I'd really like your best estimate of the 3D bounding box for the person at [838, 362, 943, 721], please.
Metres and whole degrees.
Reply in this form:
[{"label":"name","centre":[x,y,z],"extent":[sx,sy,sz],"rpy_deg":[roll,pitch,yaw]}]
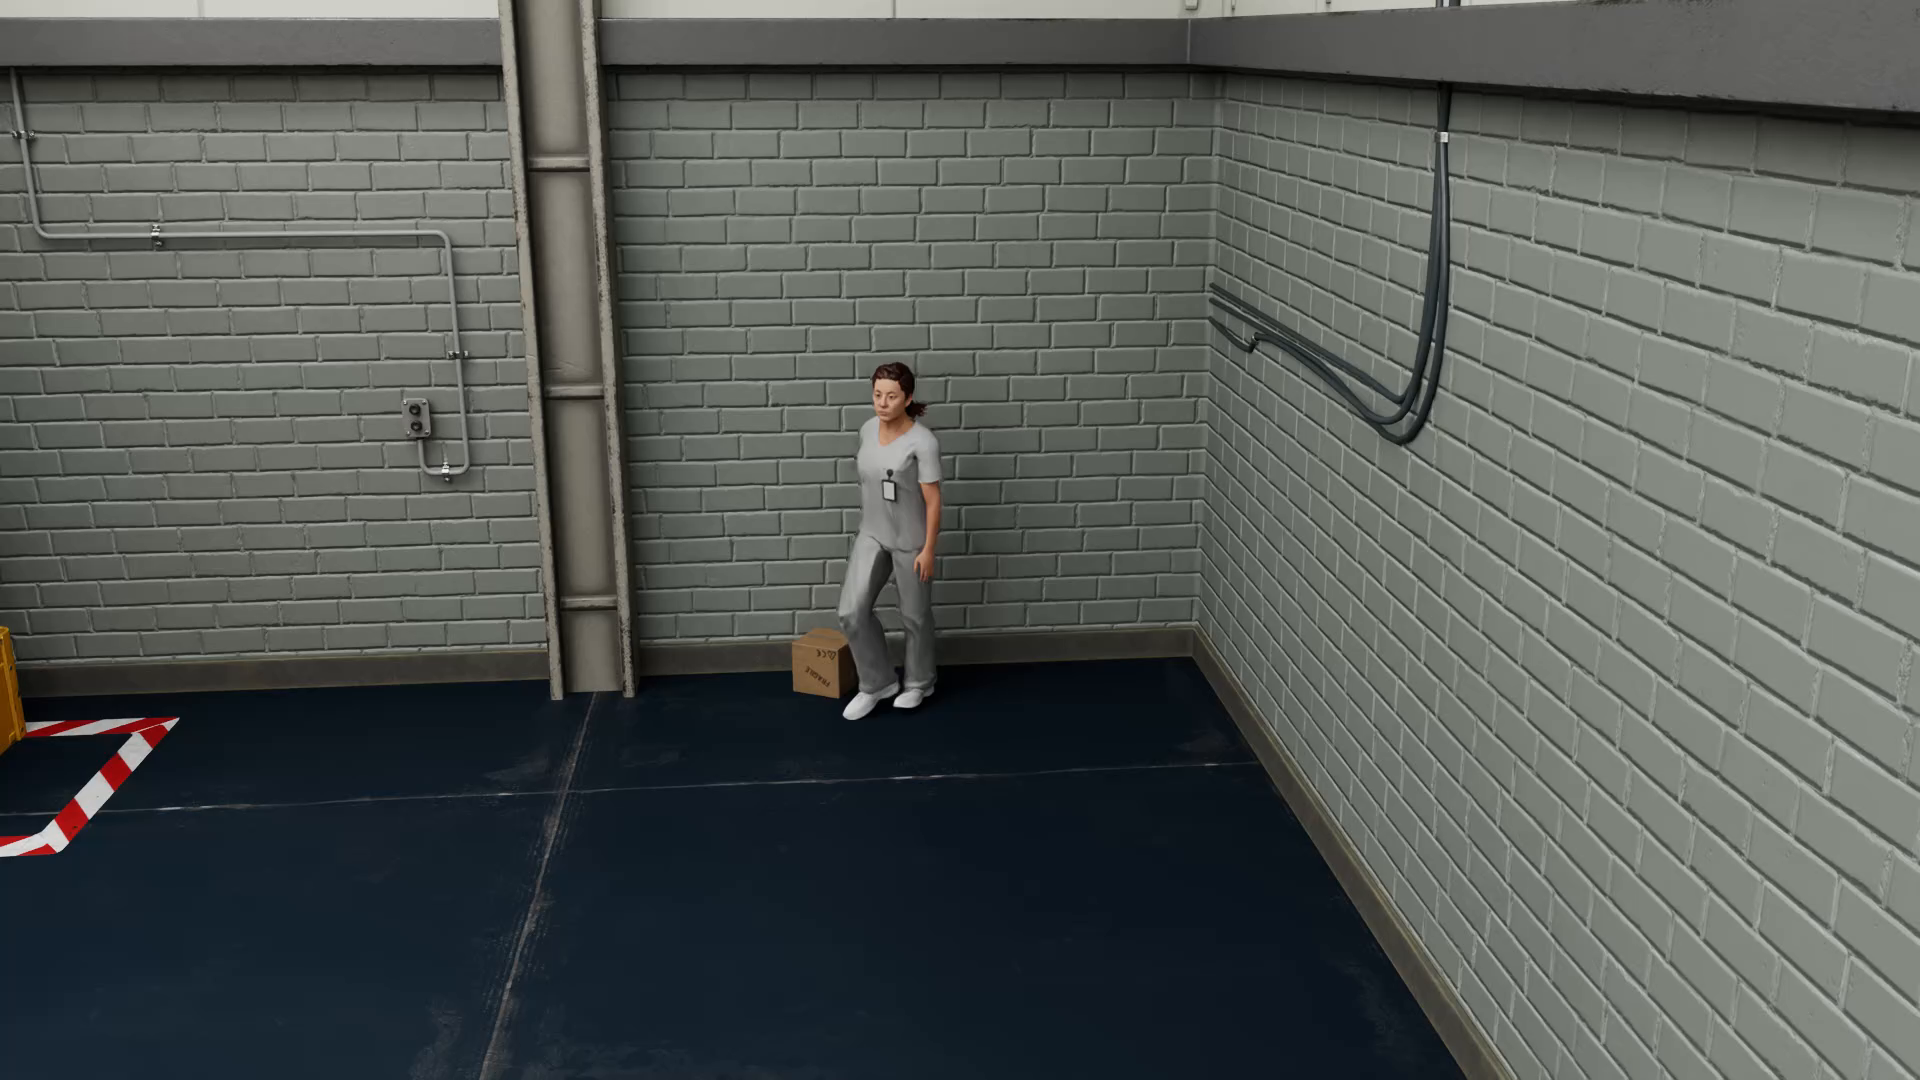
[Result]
[{"label":"person","centre":[-0.259,0.011,7.490],"extent":[0.472,1.669,0.532],"rpy_deg":[9,19,28]}]
